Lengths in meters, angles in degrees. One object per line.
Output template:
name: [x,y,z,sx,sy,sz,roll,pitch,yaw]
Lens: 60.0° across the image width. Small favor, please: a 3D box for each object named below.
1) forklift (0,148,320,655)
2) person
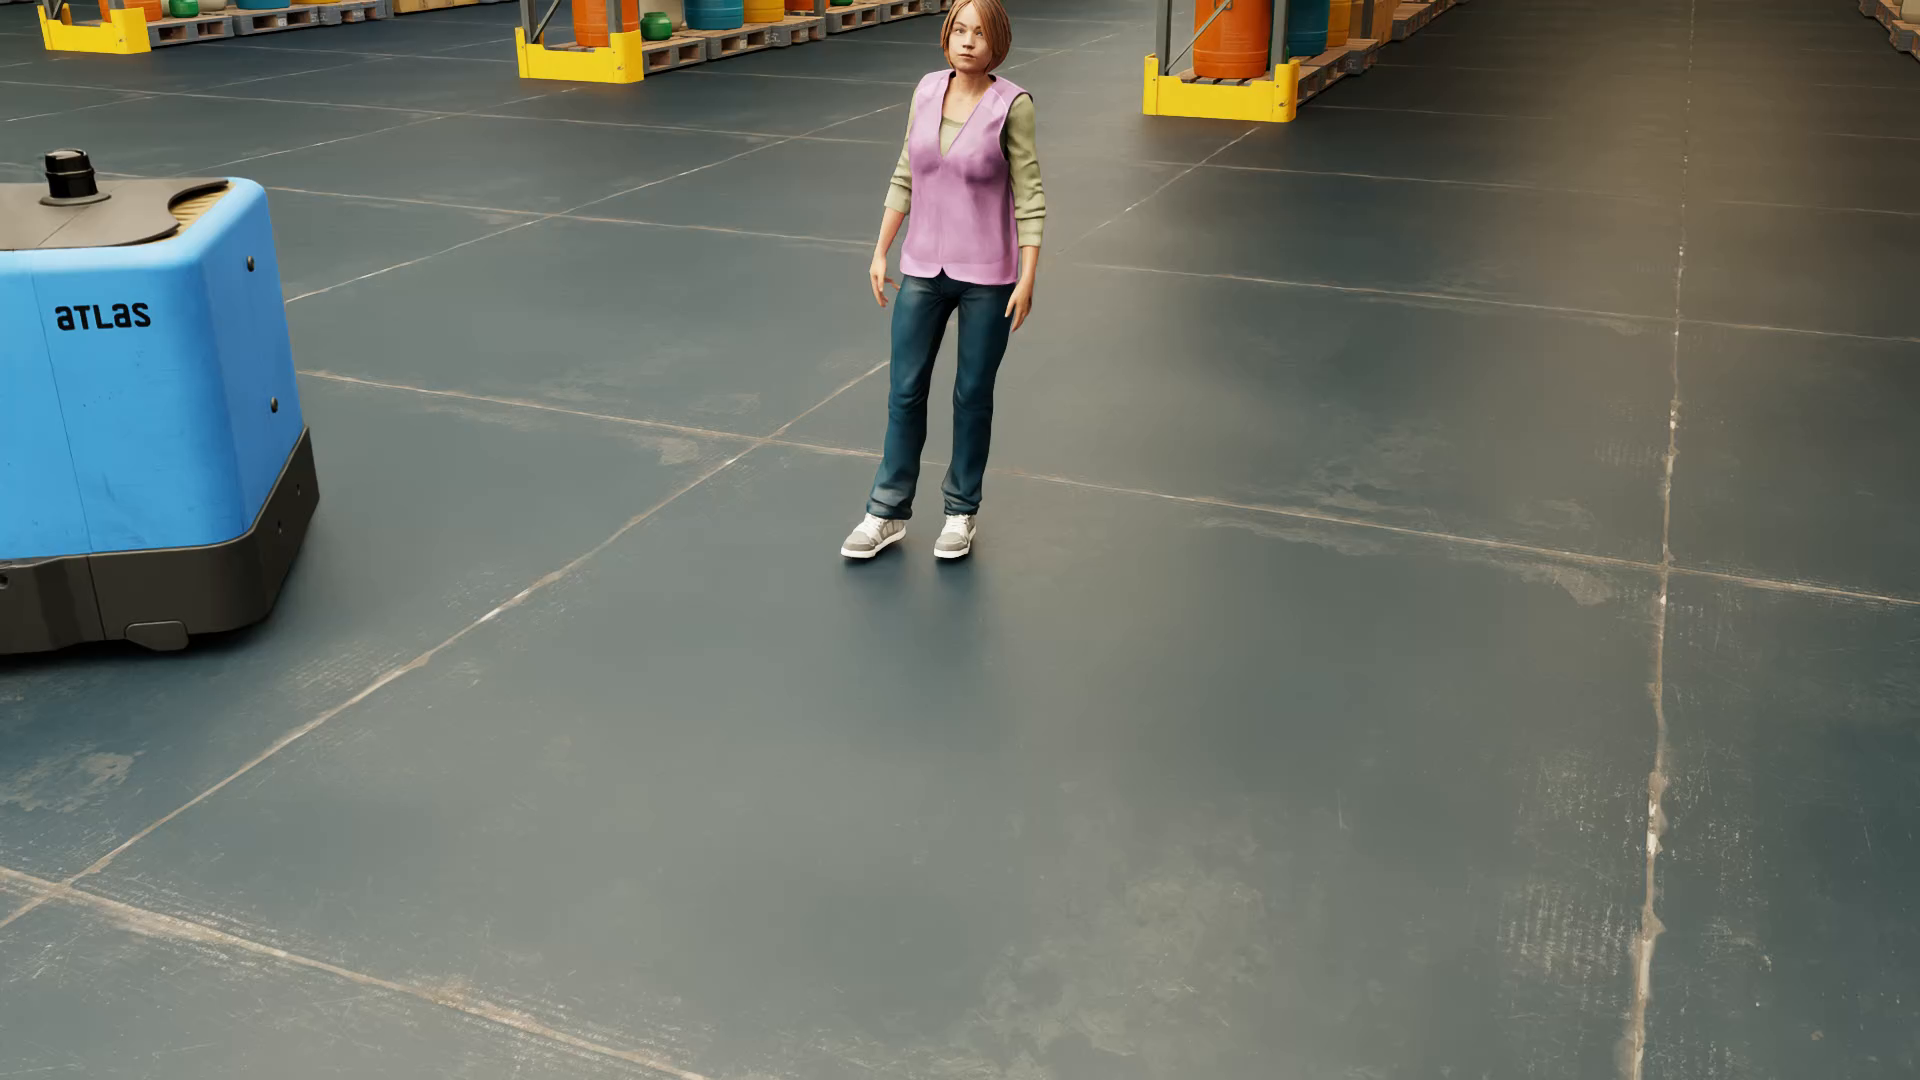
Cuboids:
forklift: [-3.414,-1.142,4.023,3.031,2.935,1.130,-4,23,-10]
person: [-0.042,-0.719,4.723,0.520,1.599,0.473,9,24,21]
